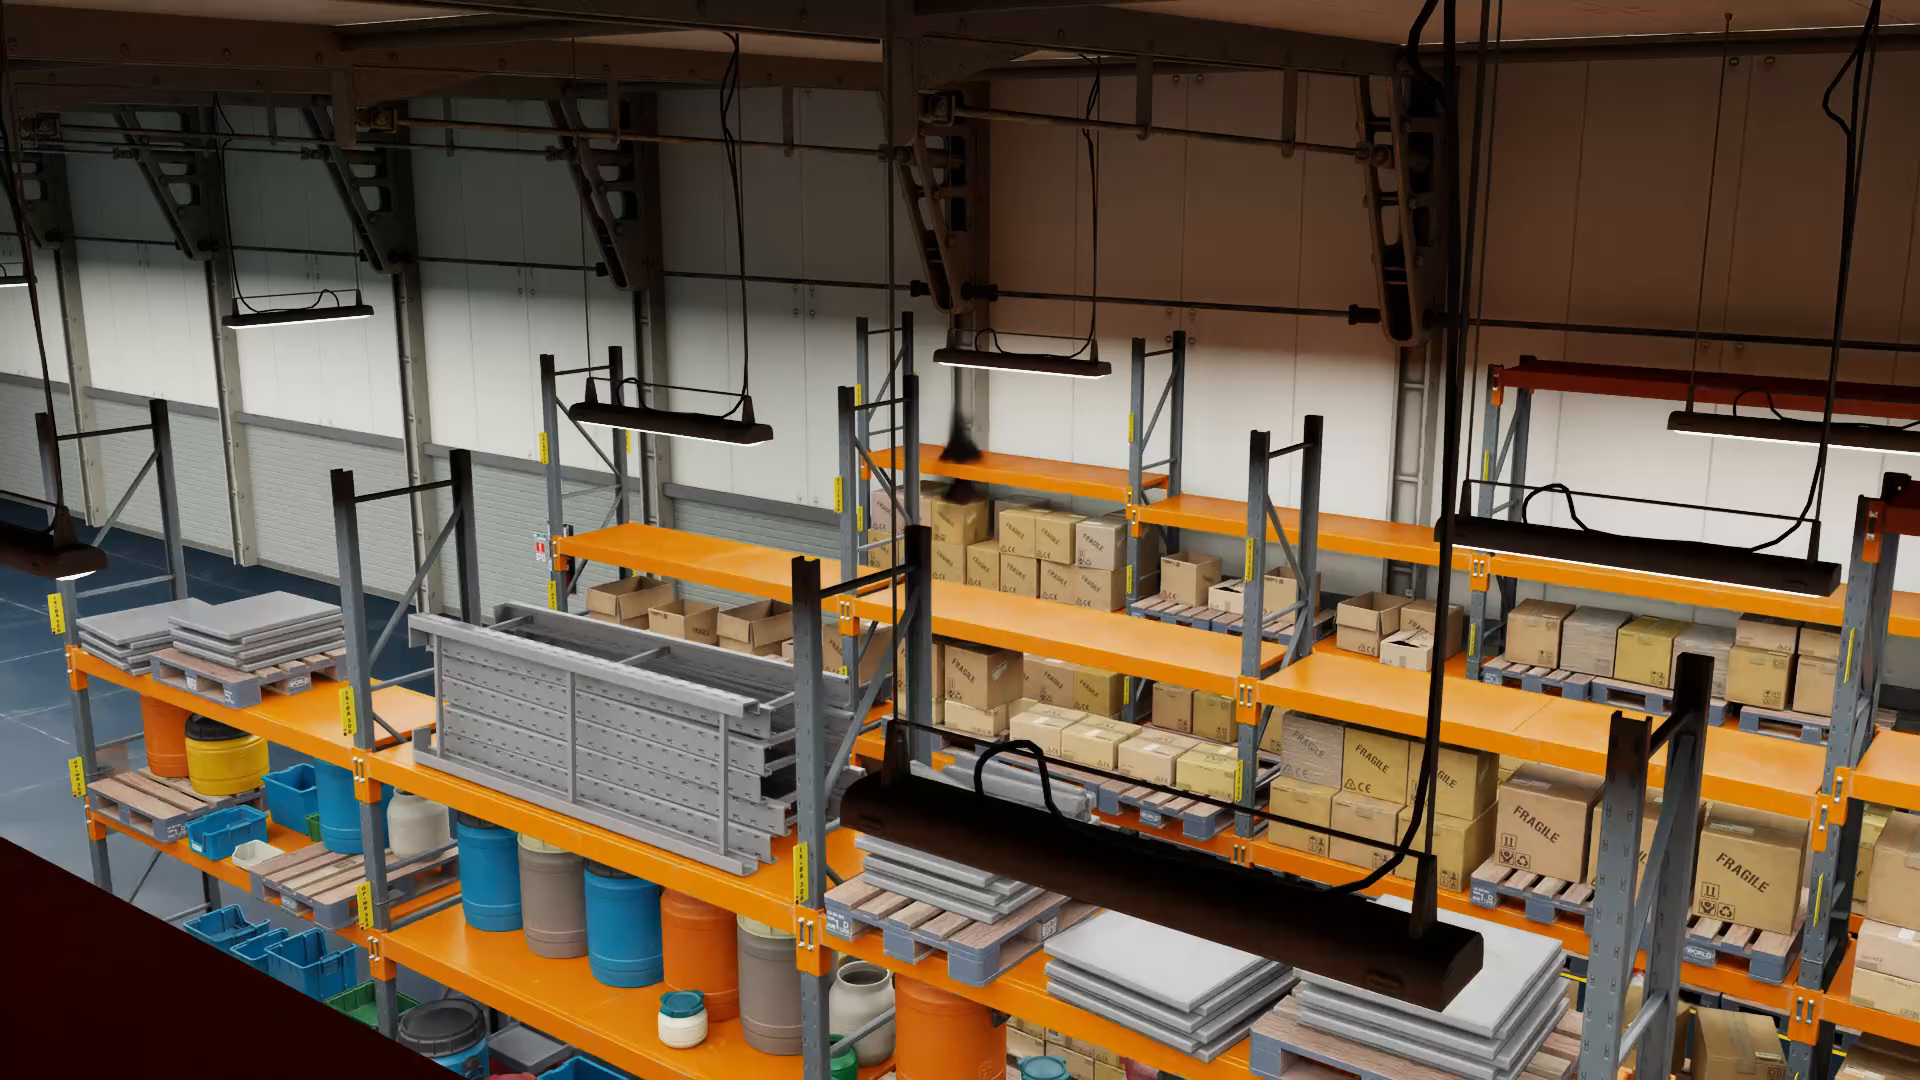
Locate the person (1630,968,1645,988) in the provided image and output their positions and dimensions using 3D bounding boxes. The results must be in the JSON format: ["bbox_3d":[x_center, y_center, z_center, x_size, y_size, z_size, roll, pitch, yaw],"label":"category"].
[{"bbox_3d":[5.439,4.140,13.607,0.633,1.728,0.653,10,16,37],"label":"person"}]

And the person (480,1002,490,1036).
[{"bbox_3d":[-3.998,3.886,15.001,1.016,1.723,0.711,4,14,17],"label":"person"}]
